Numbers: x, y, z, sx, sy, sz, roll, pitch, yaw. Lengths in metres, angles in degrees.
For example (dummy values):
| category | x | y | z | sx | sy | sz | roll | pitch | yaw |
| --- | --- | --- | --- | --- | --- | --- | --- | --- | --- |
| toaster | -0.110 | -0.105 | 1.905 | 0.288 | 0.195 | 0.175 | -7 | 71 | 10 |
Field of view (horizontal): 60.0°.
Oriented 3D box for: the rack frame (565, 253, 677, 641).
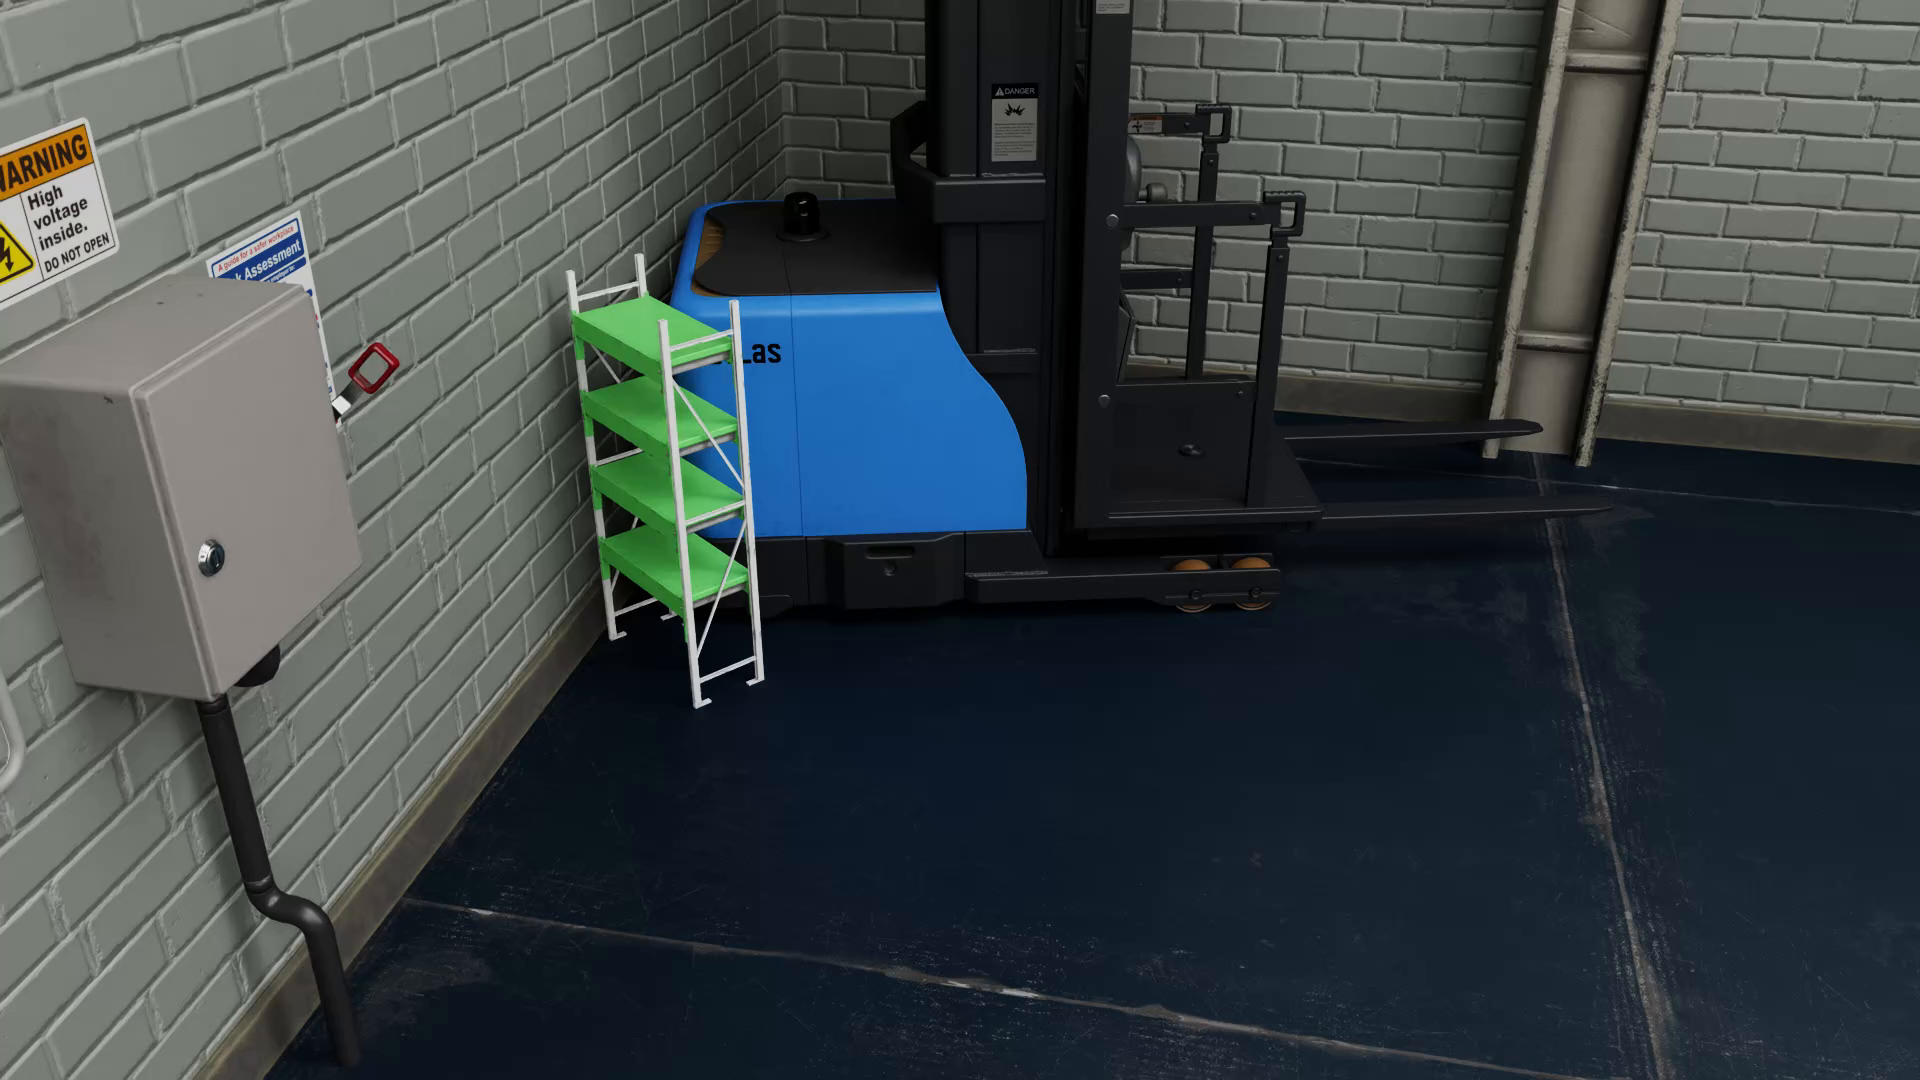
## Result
| category | x | y | z | sx | sy | sz | roll | pitch | yaw |
| --- | --- | --- | --- | --- | --- | --- | --- | --- | --- |
| rack frame | -0.999 | -0.252 | 4.961 | 0.240 | 1.200 | 0.015 | -22 | 36 | -34 |

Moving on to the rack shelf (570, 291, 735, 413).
| category | x | y | z | sx | sy | sz | roll | pitch | yaw |
| --- | --- | --- | --- | --- | --- | --- | --- | --- | --- |
| rack shelf | -0.841 | -0.528 | 4.598 | 0.258 | 0.148 | 0.480 | -22 | 36 | -34 |

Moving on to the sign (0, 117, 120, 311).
| category | x | y | z | sx | sy | sz | roll | pitch | yaw |
| --- | --- | --- | --- | --- | --- | --- | --- | --- | --- |
| sign | -1.528 | -0.542 | 2.756 | 0.001 | 0.242 | 0.339 | 6 | 29 | 11 |

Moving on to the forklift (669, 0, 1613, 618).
| category | x | y | z | sx | sy | sz | roll | pitch | yaw |
| --- | --- | --- | --- | --- | --- | --- | --- | --- | --- |
| forklift | 0.622 | -1.306 | 5.084 | 3.031 | 2.935 | 1.130 | -2 | 29 | -4 |

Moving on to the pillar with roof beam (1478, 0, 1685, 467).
| category | x | y | z | sx | sy | sz | roll | pitch | yaw |
| --- | --- | --- | --- | --- | --- | --- | --- | --- | --- |
| pillar with roof beam | 1.310 | -2.293 | 0.568 | 0.400 | 9.000 | 9.100 | 6 | 29 | 11 |

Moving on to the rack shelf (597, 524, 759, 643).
| category | x | y | z | sx | sy | sz | roll | pitch | yaw |
| --- | --- | --- | --- | --- | --- | --- | --- | --- | --- |
| rack shelf | -0.841 | 0.104 | 4.944 | 0.258 | 0.148 | 0.480 | -22 | 36 | -34 |

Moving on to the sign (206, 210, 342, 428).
| category | x | y | z | sx | sy | sz | roll | pitch | yaw |
| --- | --- | --- | --- | --- | --- | --- | --- | --- | --- |
| sign | -1.413 | -0.396 | 3.448 | 0.001 | 0.494 | 0.329 | 6 | 29 | 11 |

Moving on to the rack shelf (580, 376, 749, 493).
| category | x | y | z | sx | sy | sz | roll | pitch | yaw |
| --- | --- | --- | --- | --- | --- | --- | --- | --- | --- |
| rack shelf | -0.841 | -0.317 | 4.713 | 0.258 | 0.148 | 0.480 | -22 | 36 | -34 |

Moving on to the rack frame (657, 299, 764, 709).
| category | x | y | z | sx | sy | sz | roll | pitch | yaw |
| --- | --- | --- | --- | --- | --- | --- | --- | --- | --- |
| rack frame | -0.684 | -0.073 | 4.635 | 0.240 | 1.200 | 0.015 | -22 | 36 | -34 |

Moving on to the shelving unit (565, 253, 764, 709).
| category | x | y | z | sx | sy | sz | roll | pitch | yaw |
| --- | --- | --- | --- | --- | --- | --- | --- | --- | --- |
| shelving unit | -0.841 | -0.163 | 4.798 | 0.258 | 1.200 | 0.503 | -22 | 36 | -34 |

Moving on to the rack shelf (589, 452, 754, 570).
| category | x | y | z | sx | sy | sz | roll | pitch | yaw |
| --- | --- | --- | --- | --- | --- | --- | --- | --- | --- |
| rack shelf | -0.841 | -0.107 | 4.829 | 0.258 | 0.148 | 0.480 | -22 | 36 | -34 |

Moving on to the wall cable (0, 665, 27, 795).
| category | x | y | z | sx | sy | sz | roll | pitch | yaw |
| --- | --- | --- | --- | --- | --- | --- | --- | --- | --- |
| wall cable | -1.610 | -0.326 | 2.163 | 0.122 | 1.984 | 0.588 | 6 | 29 | 11 |

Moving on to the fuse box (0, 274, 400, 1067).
| category | x | y | z | sx | sy | sz | roll | pitch | yaw |
| --- | --- | --- | --- | --- | --- | --- | --- | --- | --- |
| fuse box | -1.314 | 0.380 | 3.273 | 0.414 | 1.711 | 0.539 | 6 | 29 | 11 |
